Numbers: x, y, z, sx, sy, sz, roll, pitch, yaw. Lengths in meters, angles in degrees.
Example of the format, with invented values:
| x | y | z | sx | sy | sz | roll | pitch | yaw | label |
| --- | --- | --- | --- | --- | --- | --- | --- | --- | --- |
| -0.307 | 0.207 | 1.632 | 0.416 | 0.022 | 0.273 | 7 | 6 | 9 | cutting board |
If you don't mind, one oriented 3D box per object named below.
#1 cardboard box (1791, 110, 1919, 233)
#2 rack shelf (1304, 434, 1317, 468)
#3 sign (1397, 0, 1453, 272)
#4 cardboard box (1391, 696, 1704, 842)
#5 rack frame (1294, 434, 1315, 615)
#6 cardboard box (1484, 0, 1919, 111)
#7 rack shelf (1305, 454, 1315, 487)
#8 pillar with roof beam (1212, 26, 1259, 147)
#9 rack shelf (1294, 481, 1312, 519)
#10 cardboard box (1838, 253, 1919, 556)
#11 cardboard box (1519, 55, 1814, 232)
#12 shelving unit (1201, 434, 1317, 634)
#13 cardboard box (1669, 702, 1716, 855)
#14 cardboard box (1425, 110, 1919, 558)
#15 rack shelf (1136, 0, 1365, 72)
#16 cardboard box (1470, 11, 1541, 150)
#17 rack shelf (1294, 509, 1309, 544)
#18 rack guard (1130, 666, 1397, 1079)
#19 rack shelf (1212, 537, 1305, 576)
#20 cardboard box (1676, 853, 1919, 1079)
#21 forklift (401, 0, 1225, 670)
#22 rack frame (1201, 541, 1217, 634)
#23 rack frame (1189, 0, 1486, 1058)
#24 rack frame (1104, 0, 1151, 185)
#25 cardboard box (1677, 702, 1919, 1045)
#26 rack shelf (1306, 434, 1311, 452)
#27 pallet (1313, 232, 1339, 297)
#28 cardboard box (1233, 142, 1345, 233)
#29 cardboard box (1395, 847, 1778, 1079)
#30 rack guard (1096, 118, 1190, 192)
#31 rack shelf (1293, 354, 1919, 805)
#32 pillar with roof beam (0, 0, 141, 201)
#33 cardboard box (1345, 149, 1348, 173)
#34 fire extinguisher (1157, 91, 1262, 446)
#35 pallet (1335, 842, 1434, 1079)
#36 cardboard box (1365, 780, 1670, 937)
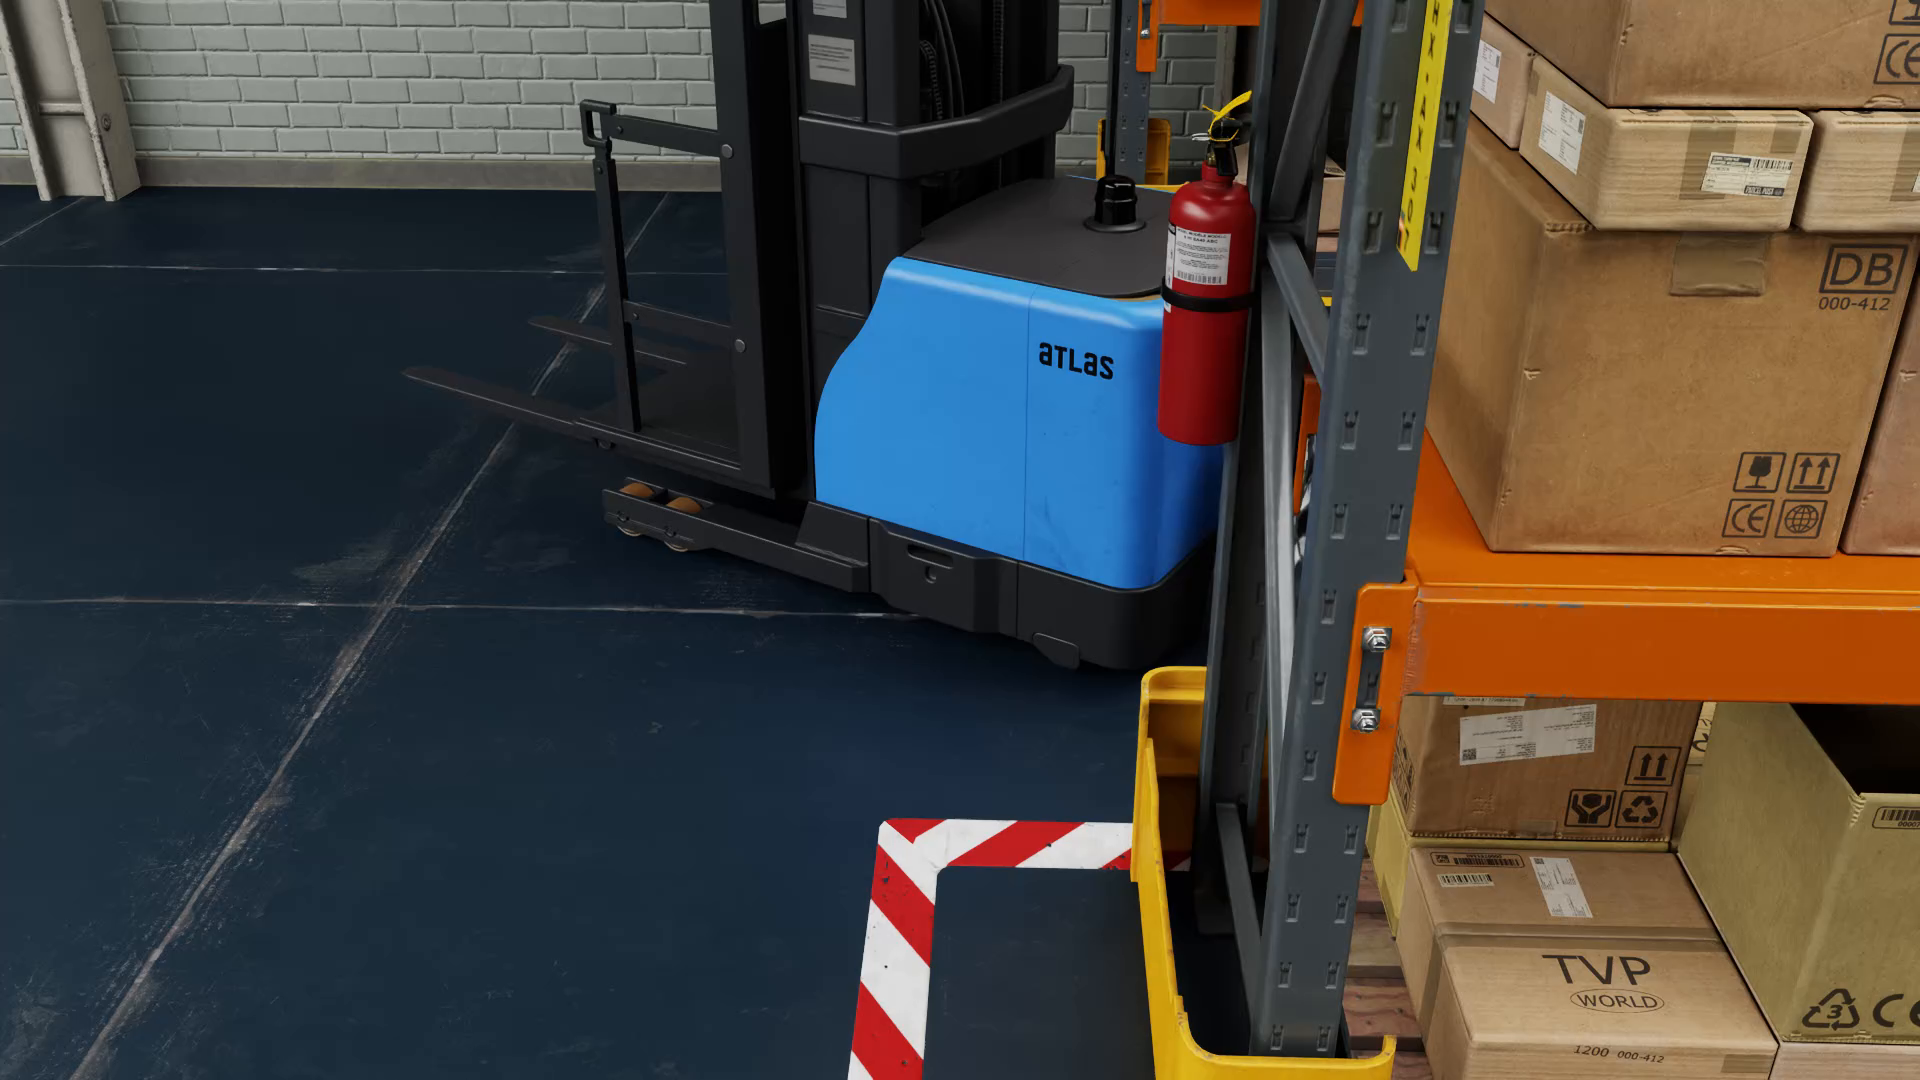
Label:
| x | y | z | sx | sy | sz | roll | pitch | yaw | label |
| --- | --- | --- | --- | --- | --- | --- | --- | --- | --- |
| 1.220 | -0.549 | 2.285 | 0.250 | 0.149 | 0.380 | 0 | 28 | 0 | cardboard box |
| 0.875 | -0.262 | 4.456 | 0.200 | 0.077 | 0.258 | 21 | 34 | 26 | rack shelf |
| 0.546 | -0.487 | 1.957 | 0.005 | 0.325 | 0.100 | 1 | 28 | 2 | sign |
| 1.118 | 0.238 | 3.284 | 0.500 | 0.500 | 0.500 | 1 | 28 | 2 | cardboard box |
| 0.951 | -0.103 | 4.486 | 0.006 | 0.900 | 0.240 | 21 | 34 | 26 | rack frame |
| 1.090 | -0.932 | 2.313 | 0.500 | 0.500 | 0.700 | 1 | 28 | 2 | cardboard box |
| 0.869 | -0.185 | 4.502 | 0.200 | 0.077 | 0.258 | 21 | 34 | 26 | rack shelf |
| 1.320 | -3.677 | 2.578 | 0.400 | 9.000 | 9.100 | 1 | 28 | 2 | pillar with roof beam |
| 0.863 | -0.107 | 4.547 | 0.200 | 0.077 | 0.258 | 21 | 34 | 26 | rack shelf |
| 1.562 | -0.353 | 2.607 | 0.500 | 0.500 | 0.700 | 2 | 28 | 3 | cardboard box |
| 0.956 | -0.553 | 2.290 | 0.250 | 0.149 | 0.380 | 1 | 28 | 1 | cardboard box |
| 0.865 | -0.136 | 4.530 | 0.210 | 0.900 | 0.258 | 21 | 34 | 26 | shelving unit |
| 1.618 | 0.573 | 3.453 | 0.500 | 0.250 | 0.500 | 1 | 28 | 2 | cardboard box |
| 1.037 | -0.360 | 2.619 | 0.500 | 0.500 | 0.700 | 1 | 28 | 2 | cardboard box |
| 2.741 | -2.297 | 7.148 | 4.000 | 0.370 | 1.077 | 1 | 28 | 2 | rack shelf |
| 0.960 | -0.743 | 2.649 | 0.250 | 0.149 | 0.380 | 0 | 28 | 1 | cardboard box |
| 0.857 | -0.030 | 4.592 | 0.200 | 0.077 | 0.258 | 21 | 34 | 26 | rack shelf |
| 0.547 | 0.775 | 3.254 | 0.348 | 0.500 | 1.175 | 1 | 28 | 2 | rack guard |
| 0.851 | 0.048 | 4.638 | 0.200 | 0.077 | 0.258 | 21 | 34 | 26 | rack shelf |
| 1.599 | 0.820 | 2.988 | 0.500 | 0.250 | 0.500 | 1 | 28 | 2 | cardboard box |
| -0.527 | -1.450 | 4.856 | 3.031 | 2.935 | 1.130 | 16 | 32 | 28 | forklift |
| 0.780 | -0.168 | 4.575 | 0.006 | 0.900 | 0.240 | 21 | 34 | 26 | rack frame |
| 0.571 | -0.329 | 2.668 | 0.127 | 3.000 | 1.000 | 1 | 28 | 2 | rack frame |
| 0.742 | -2.648 | 7.042 | 0.127 | 3.000 | 1.000 | 1 | 28 | 2 | rack frame |
| 1.599 | 0.489 | 2.811 | 0.500 | 0.500 | 0.500 | 1 | 28 | 2 | cardboard box |
| 0.881 | -0.340 | 4.411 | 0.200 | 0.077 | 0.258 | 21 | 34 | 26 | rack shelf |
| 1.629 | -1.385 | 7.637 | 1.213 | 0.211 | 1.003 | 1 | 28 | 2 | pallet |
| 1.431 | -1.601 | 7.468 | 0.500 | 0.311 | 0.500 | -2 | 28 | -4 | cardboard box |
| 1.099 | 0.813 | 3.001 | 0.500 | 0.250 | 0.500 | 1 | 28 | 2 | cardboard box |
| 0.818 | -1.542 | 7.625 | 0.348 | 0.500 | 1.175 | 1 | 28 | 2 | rack guard |
| 2.570 | 0.022 | 2.774 | 4.000 | 0.370 | 1.077 | 1 | 28 | 2 | rack shelf |
| -4.676 | -3.776 | 2.765 | 0.400 | 9.000 | 9.100 | 1 | 28 | 2 | pillar with roof beam |
| 2.000 | -1.591 | 7.450 | 0.500 | 0.311 | 0.500 | 3 | 28 | 6 | cardboard box |
| 0.469 | -0.514 | 3.100 | 0.183 | 0.674 | 0.296 | 1 | 28 | 2 | fire extinguisher |
| 1.337 | 0.896 | 3.334 | 1.213 | 0.211 | 1.003 | 1 | 28 | 2 | pallet |
| 1.118 | 0.571 | 3.458 | 0.500 | 0.250 | 0.500 | 1 | 28 | 2 | cardboard box |
